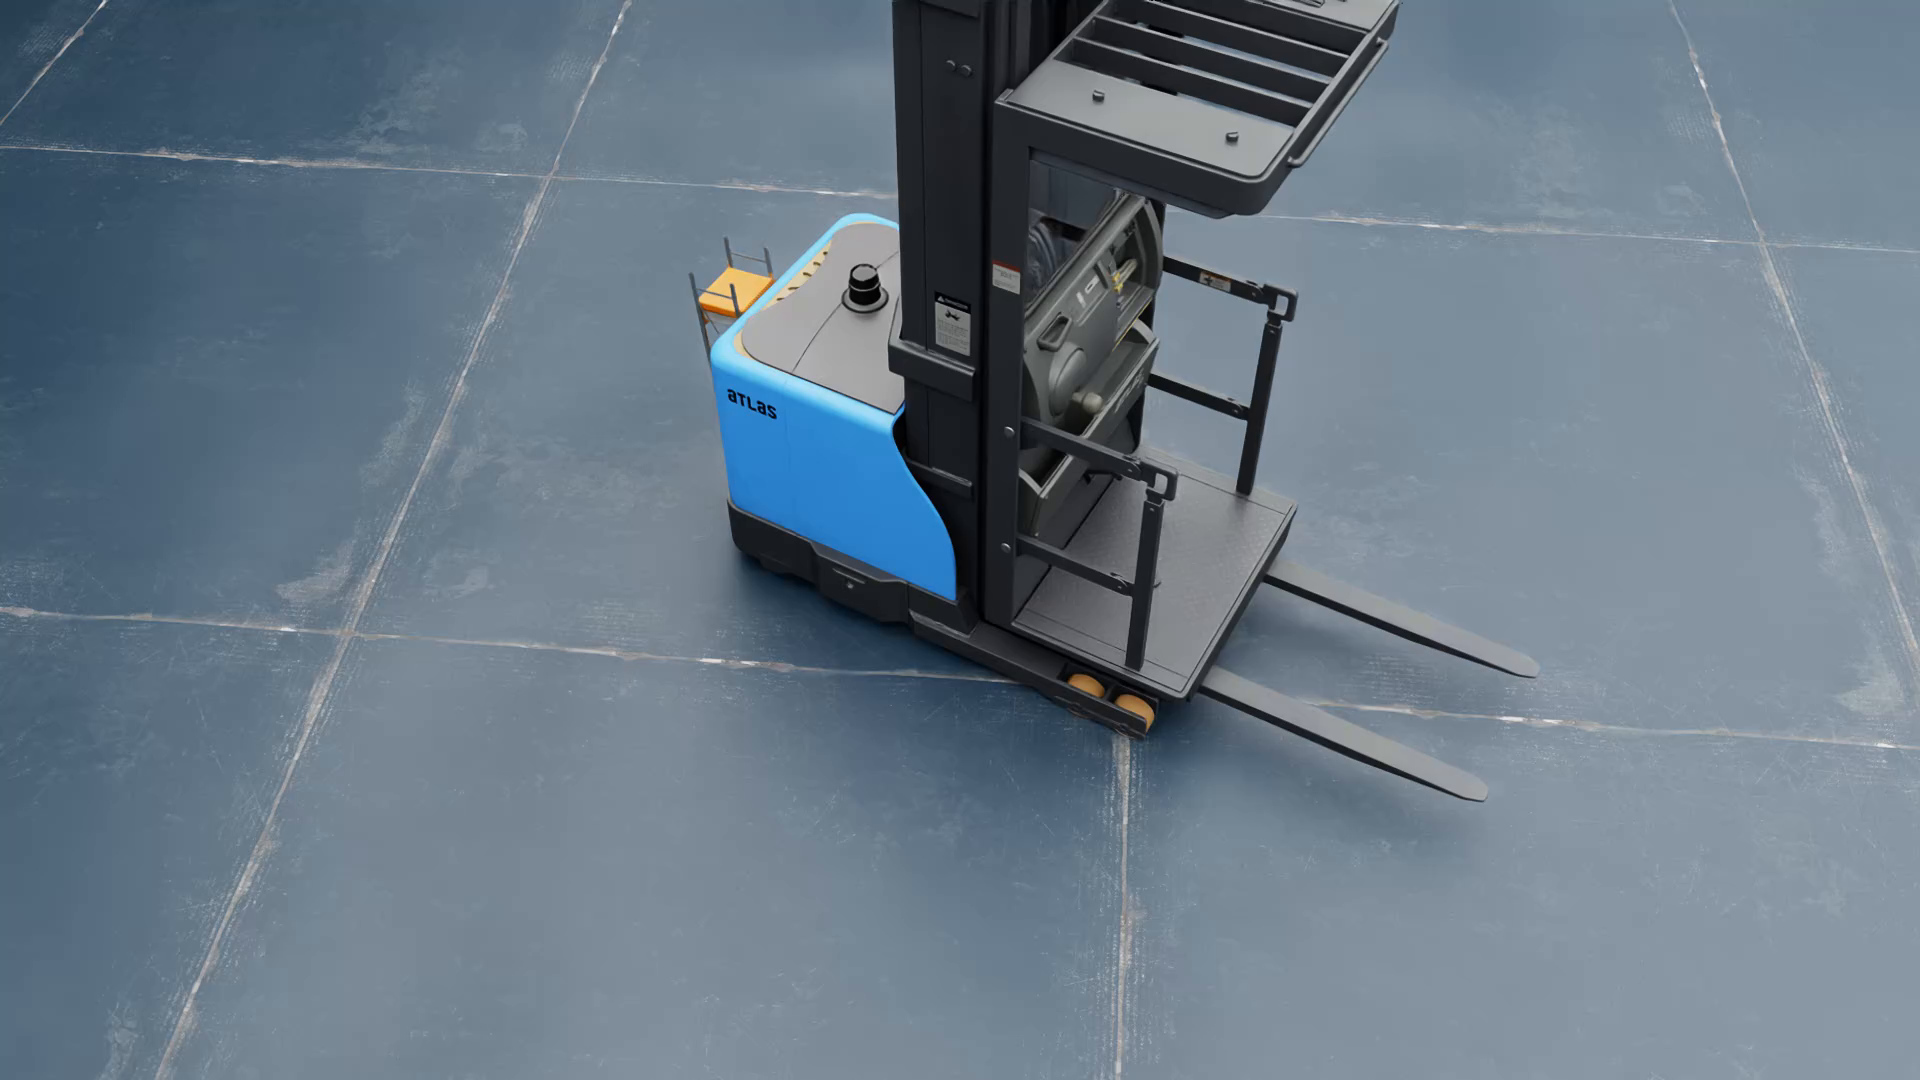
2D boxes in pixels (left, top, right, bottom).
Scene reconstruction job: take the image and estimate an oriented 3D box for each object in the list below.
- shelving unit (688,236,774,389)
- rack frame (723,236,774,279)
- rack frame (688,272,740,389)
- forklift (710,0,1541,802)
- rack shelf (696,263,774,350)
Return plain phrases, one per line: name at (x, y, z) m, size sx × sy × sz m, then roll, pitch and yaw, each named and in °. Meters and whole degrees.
shelving unit at (-0.841, -0.693, 6.662) m, size 0.215 × 1.050 × 0.252 m, roll 17°, pitch 50°, yaw 21°
rack frame at (-0.786, -0.773, 6.735) m, size 0.200 × 1.050 × 0.008 m, roll 17°, pitch 50°, yaw 21°
rack frame at (-0.896, -0.612, 6.588) m, size 0.200 × 1.050 × 0.008 m, roll 17°, pitch 50°, yaw 21°
forklift at (0.626, -0.717, 5.419) m, size 3.031 × 2.935 × 1.130 m, roll 23°, pitch 51°, yaw 19°
rack shelf at (-0.859, -0.884, 6.467) m, size 0.215 × 0.259 × 0.240 m, roll 17°, pitch 50°, yaw 21°
